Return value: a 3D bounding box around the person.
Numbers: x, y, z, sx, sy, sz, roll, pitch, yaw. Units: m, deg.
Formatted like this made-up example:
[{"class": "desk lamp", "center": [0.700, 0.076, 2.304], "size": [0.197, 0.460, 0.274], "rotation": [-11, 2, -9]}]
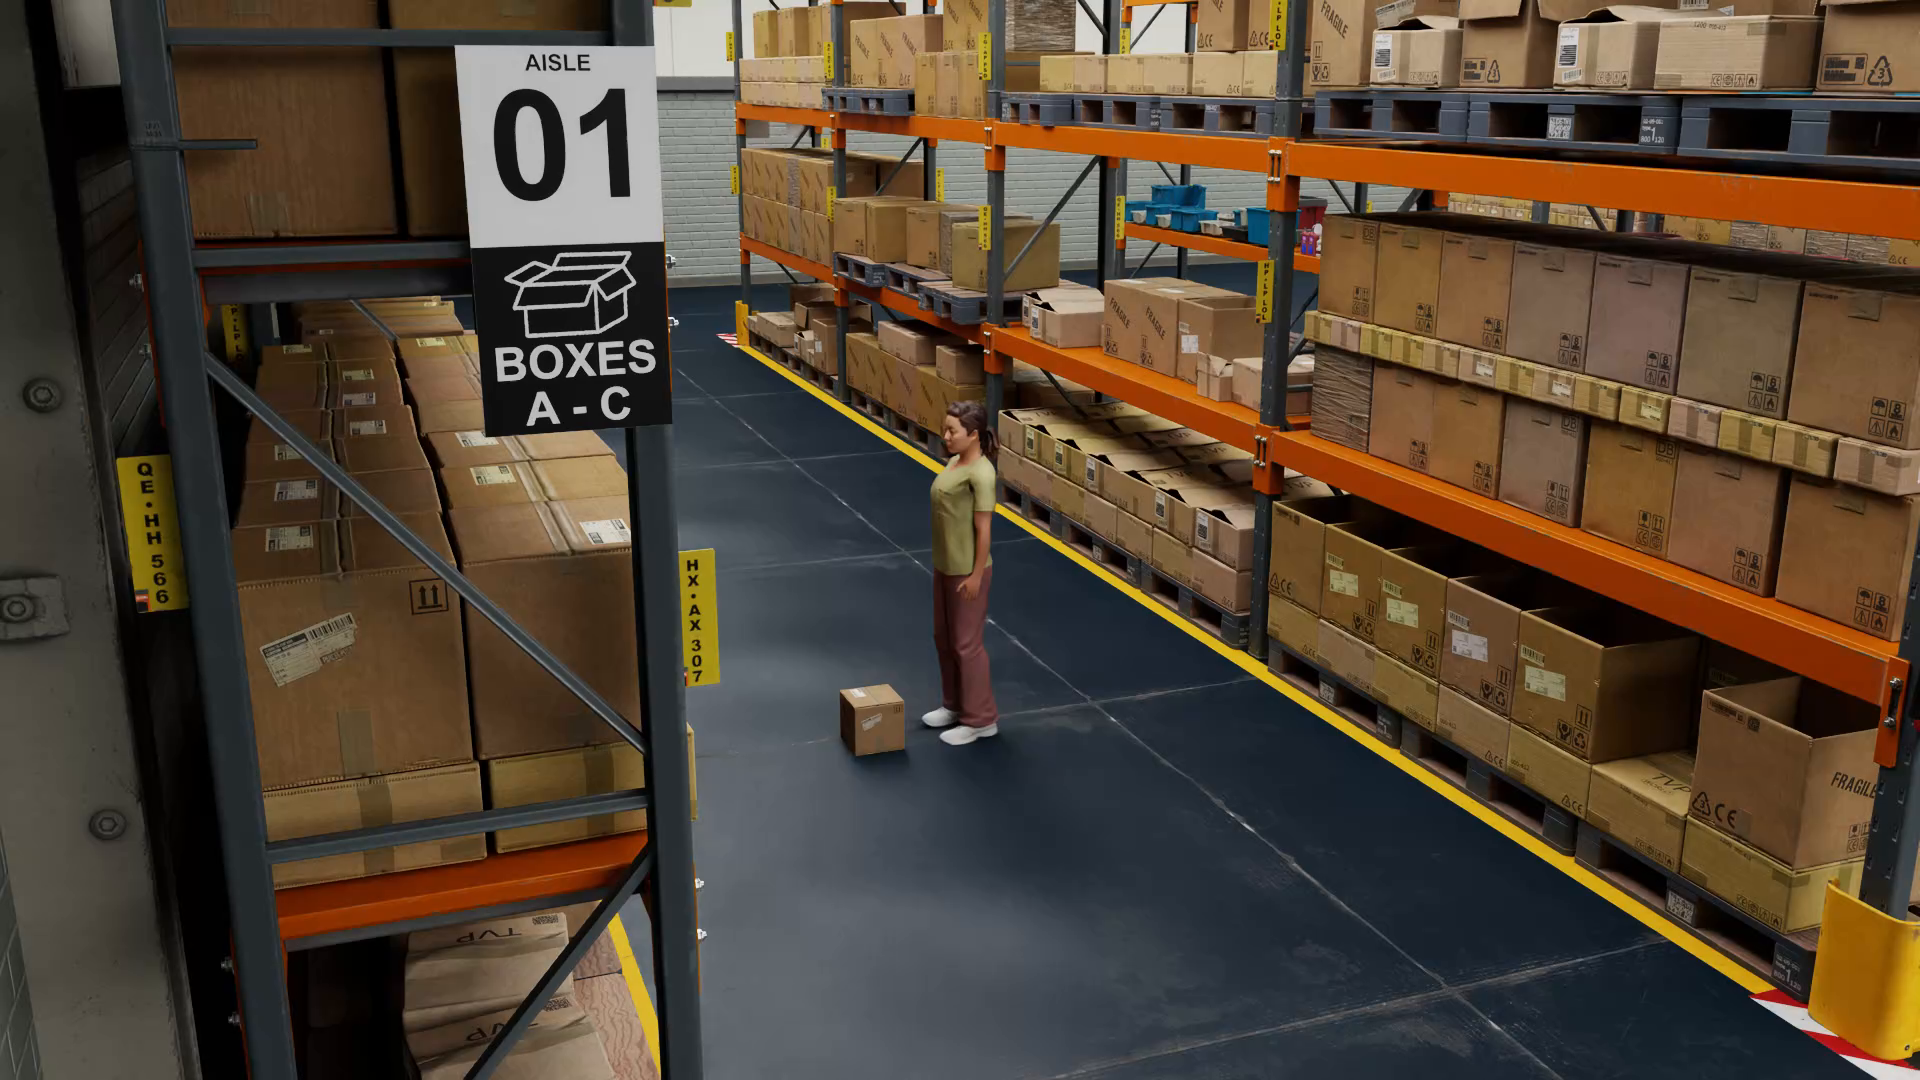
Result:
[{"class": "person", "center": [0.026, 0.147, 8.027], "size": [0.364, 1.675, 0.441], "rotation": [-5, 17, -19]}]
